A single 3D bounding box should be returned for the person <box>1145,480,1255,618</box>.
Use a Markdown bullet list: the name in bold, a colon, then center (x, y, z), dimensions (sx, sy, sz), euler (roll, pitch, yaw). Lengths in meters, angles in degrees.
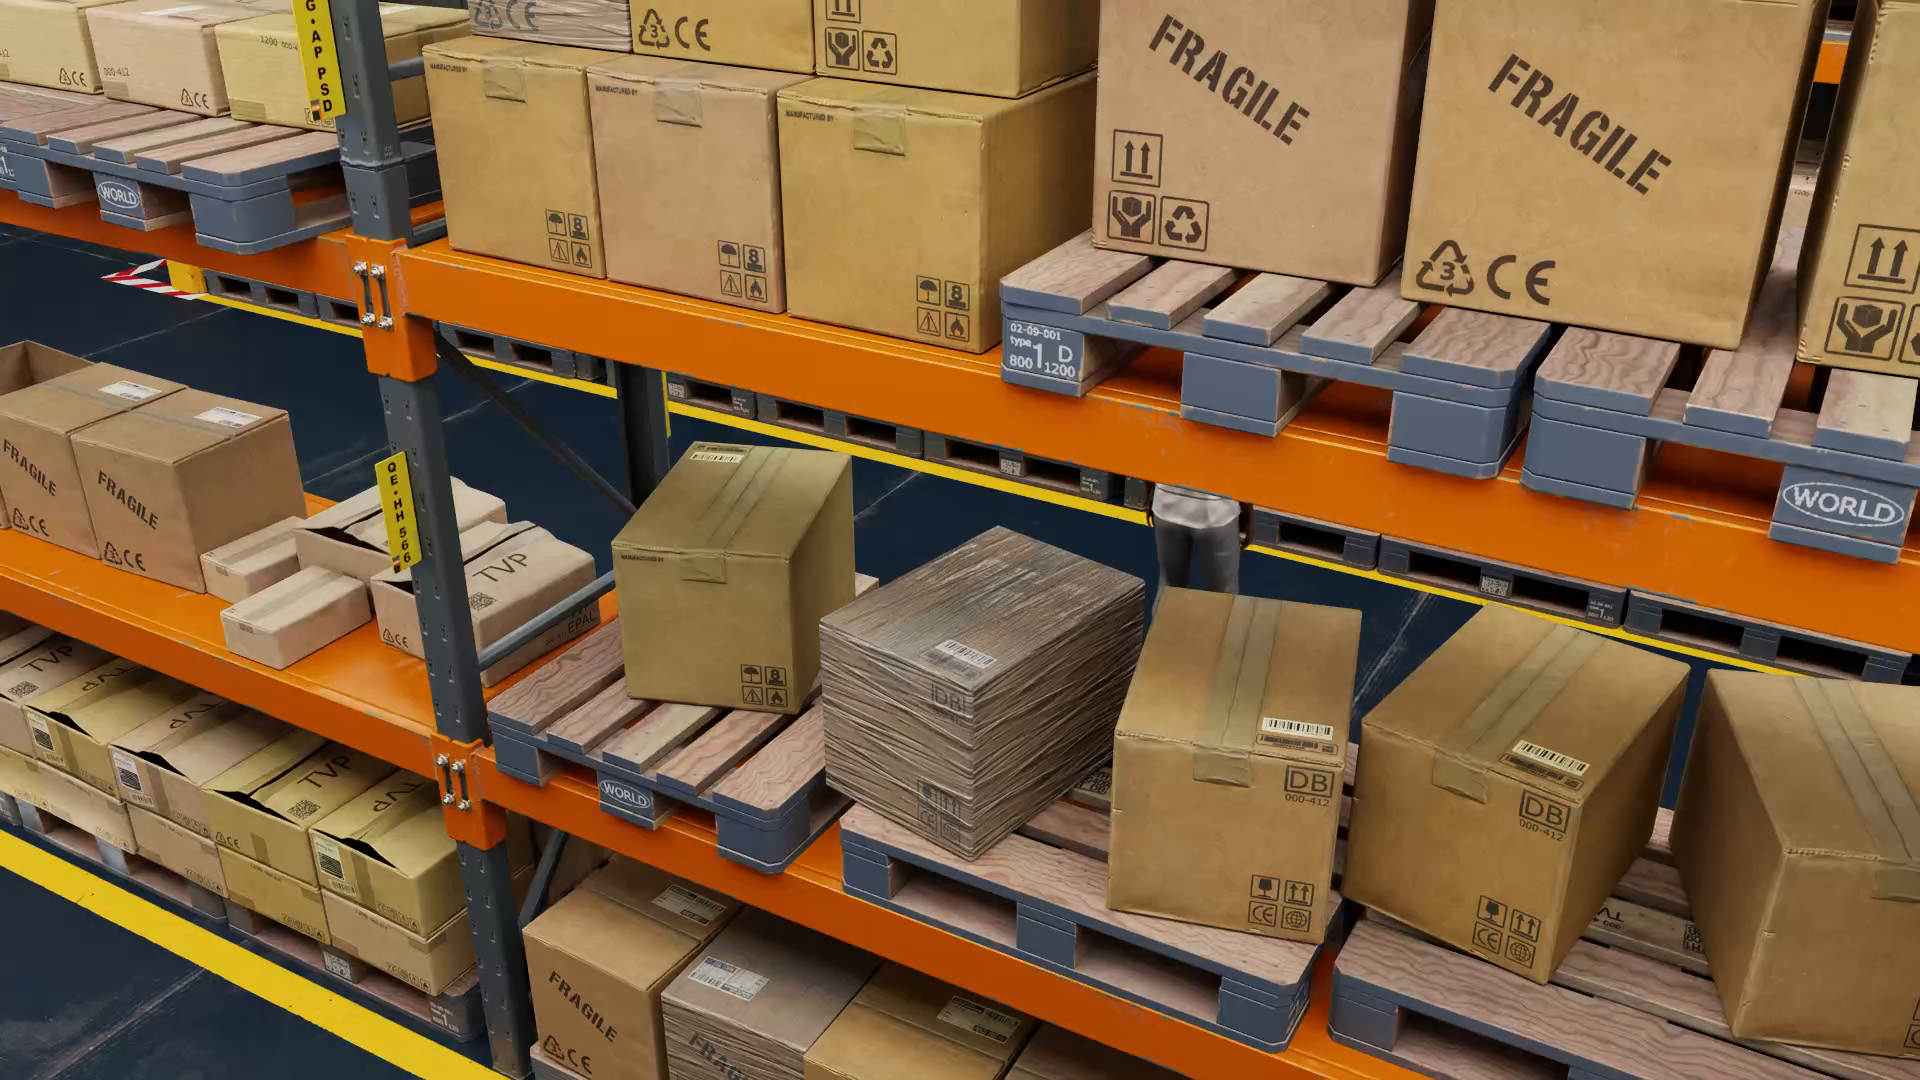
- **person**: center (1.062, -0.114, 7.342), dimensions (0.522, 1.659, 0.397), euler (13, 30, 25)
